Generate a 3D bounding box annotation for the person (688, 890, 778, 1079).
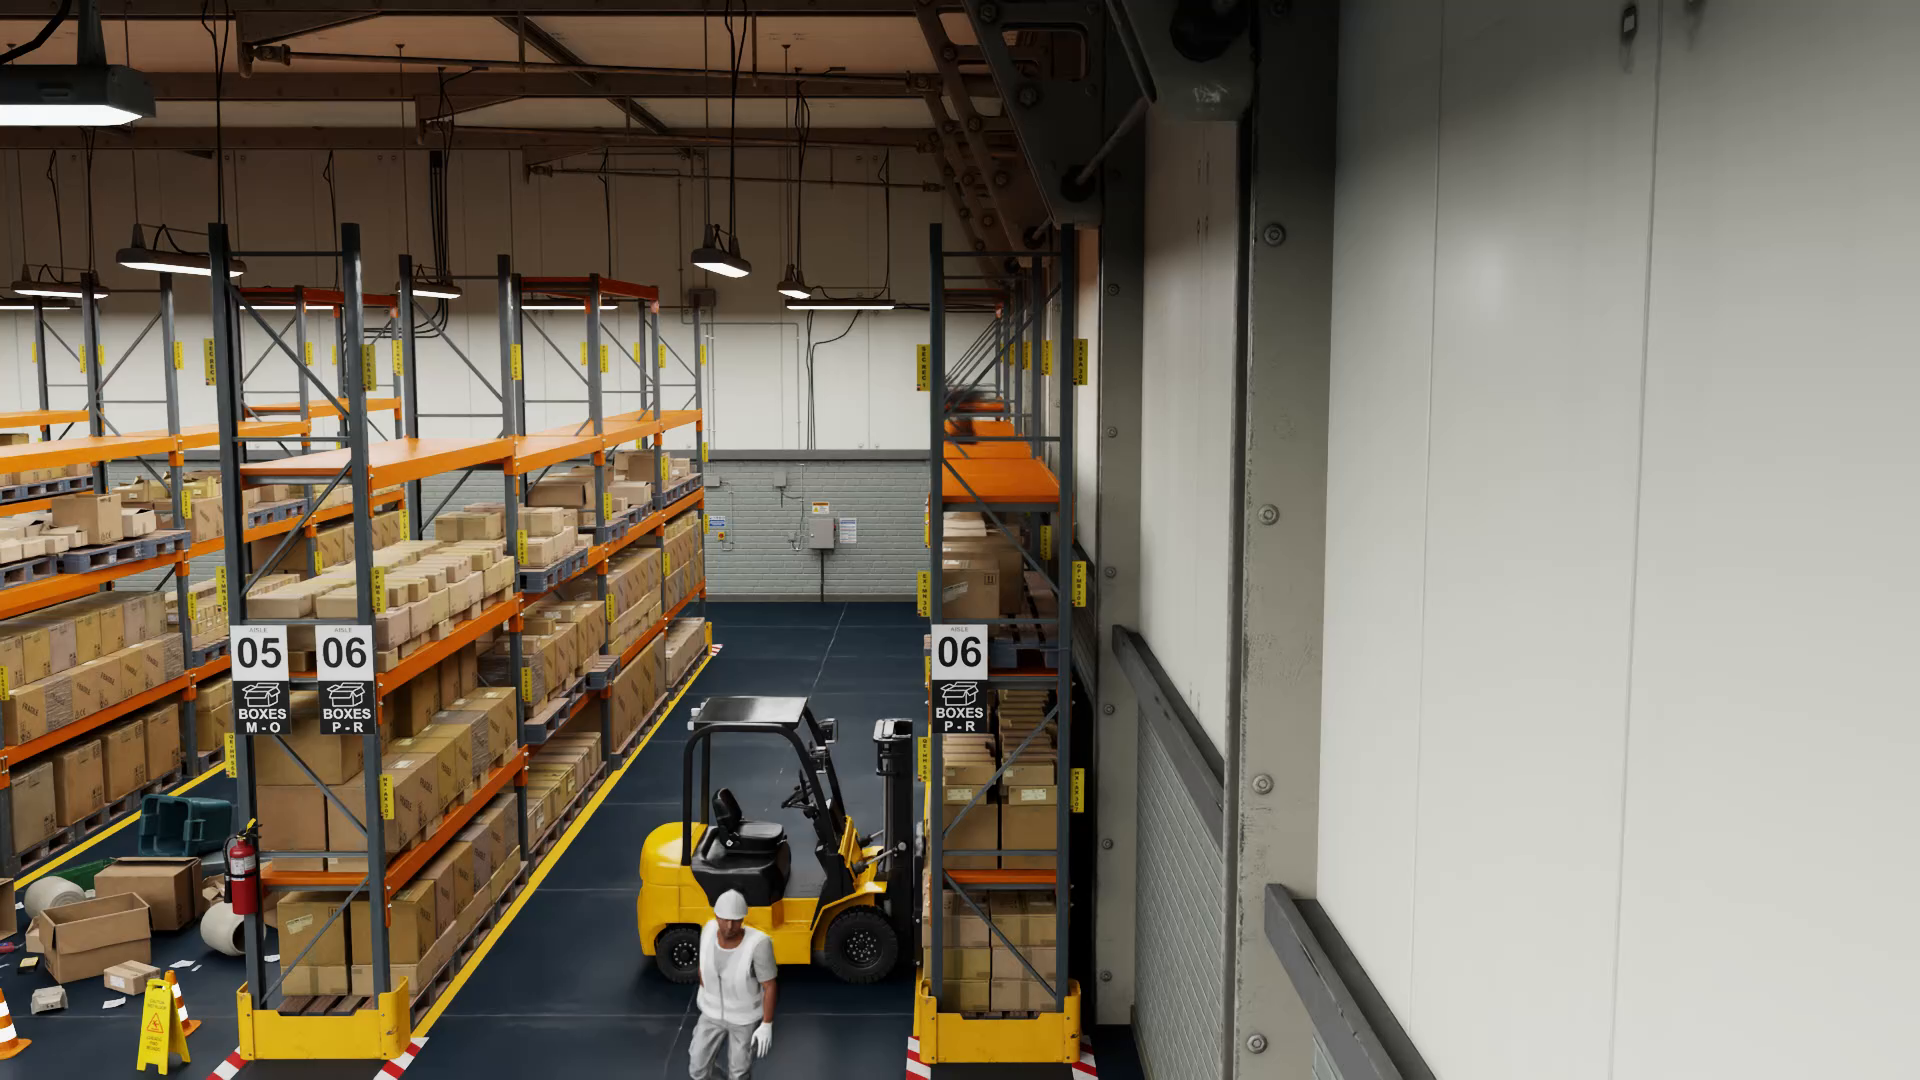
[{"bbox_3d":[-1.473,3.058,10.744,0.701,1.740,0.600,2,7,18],"label":"person"}]
